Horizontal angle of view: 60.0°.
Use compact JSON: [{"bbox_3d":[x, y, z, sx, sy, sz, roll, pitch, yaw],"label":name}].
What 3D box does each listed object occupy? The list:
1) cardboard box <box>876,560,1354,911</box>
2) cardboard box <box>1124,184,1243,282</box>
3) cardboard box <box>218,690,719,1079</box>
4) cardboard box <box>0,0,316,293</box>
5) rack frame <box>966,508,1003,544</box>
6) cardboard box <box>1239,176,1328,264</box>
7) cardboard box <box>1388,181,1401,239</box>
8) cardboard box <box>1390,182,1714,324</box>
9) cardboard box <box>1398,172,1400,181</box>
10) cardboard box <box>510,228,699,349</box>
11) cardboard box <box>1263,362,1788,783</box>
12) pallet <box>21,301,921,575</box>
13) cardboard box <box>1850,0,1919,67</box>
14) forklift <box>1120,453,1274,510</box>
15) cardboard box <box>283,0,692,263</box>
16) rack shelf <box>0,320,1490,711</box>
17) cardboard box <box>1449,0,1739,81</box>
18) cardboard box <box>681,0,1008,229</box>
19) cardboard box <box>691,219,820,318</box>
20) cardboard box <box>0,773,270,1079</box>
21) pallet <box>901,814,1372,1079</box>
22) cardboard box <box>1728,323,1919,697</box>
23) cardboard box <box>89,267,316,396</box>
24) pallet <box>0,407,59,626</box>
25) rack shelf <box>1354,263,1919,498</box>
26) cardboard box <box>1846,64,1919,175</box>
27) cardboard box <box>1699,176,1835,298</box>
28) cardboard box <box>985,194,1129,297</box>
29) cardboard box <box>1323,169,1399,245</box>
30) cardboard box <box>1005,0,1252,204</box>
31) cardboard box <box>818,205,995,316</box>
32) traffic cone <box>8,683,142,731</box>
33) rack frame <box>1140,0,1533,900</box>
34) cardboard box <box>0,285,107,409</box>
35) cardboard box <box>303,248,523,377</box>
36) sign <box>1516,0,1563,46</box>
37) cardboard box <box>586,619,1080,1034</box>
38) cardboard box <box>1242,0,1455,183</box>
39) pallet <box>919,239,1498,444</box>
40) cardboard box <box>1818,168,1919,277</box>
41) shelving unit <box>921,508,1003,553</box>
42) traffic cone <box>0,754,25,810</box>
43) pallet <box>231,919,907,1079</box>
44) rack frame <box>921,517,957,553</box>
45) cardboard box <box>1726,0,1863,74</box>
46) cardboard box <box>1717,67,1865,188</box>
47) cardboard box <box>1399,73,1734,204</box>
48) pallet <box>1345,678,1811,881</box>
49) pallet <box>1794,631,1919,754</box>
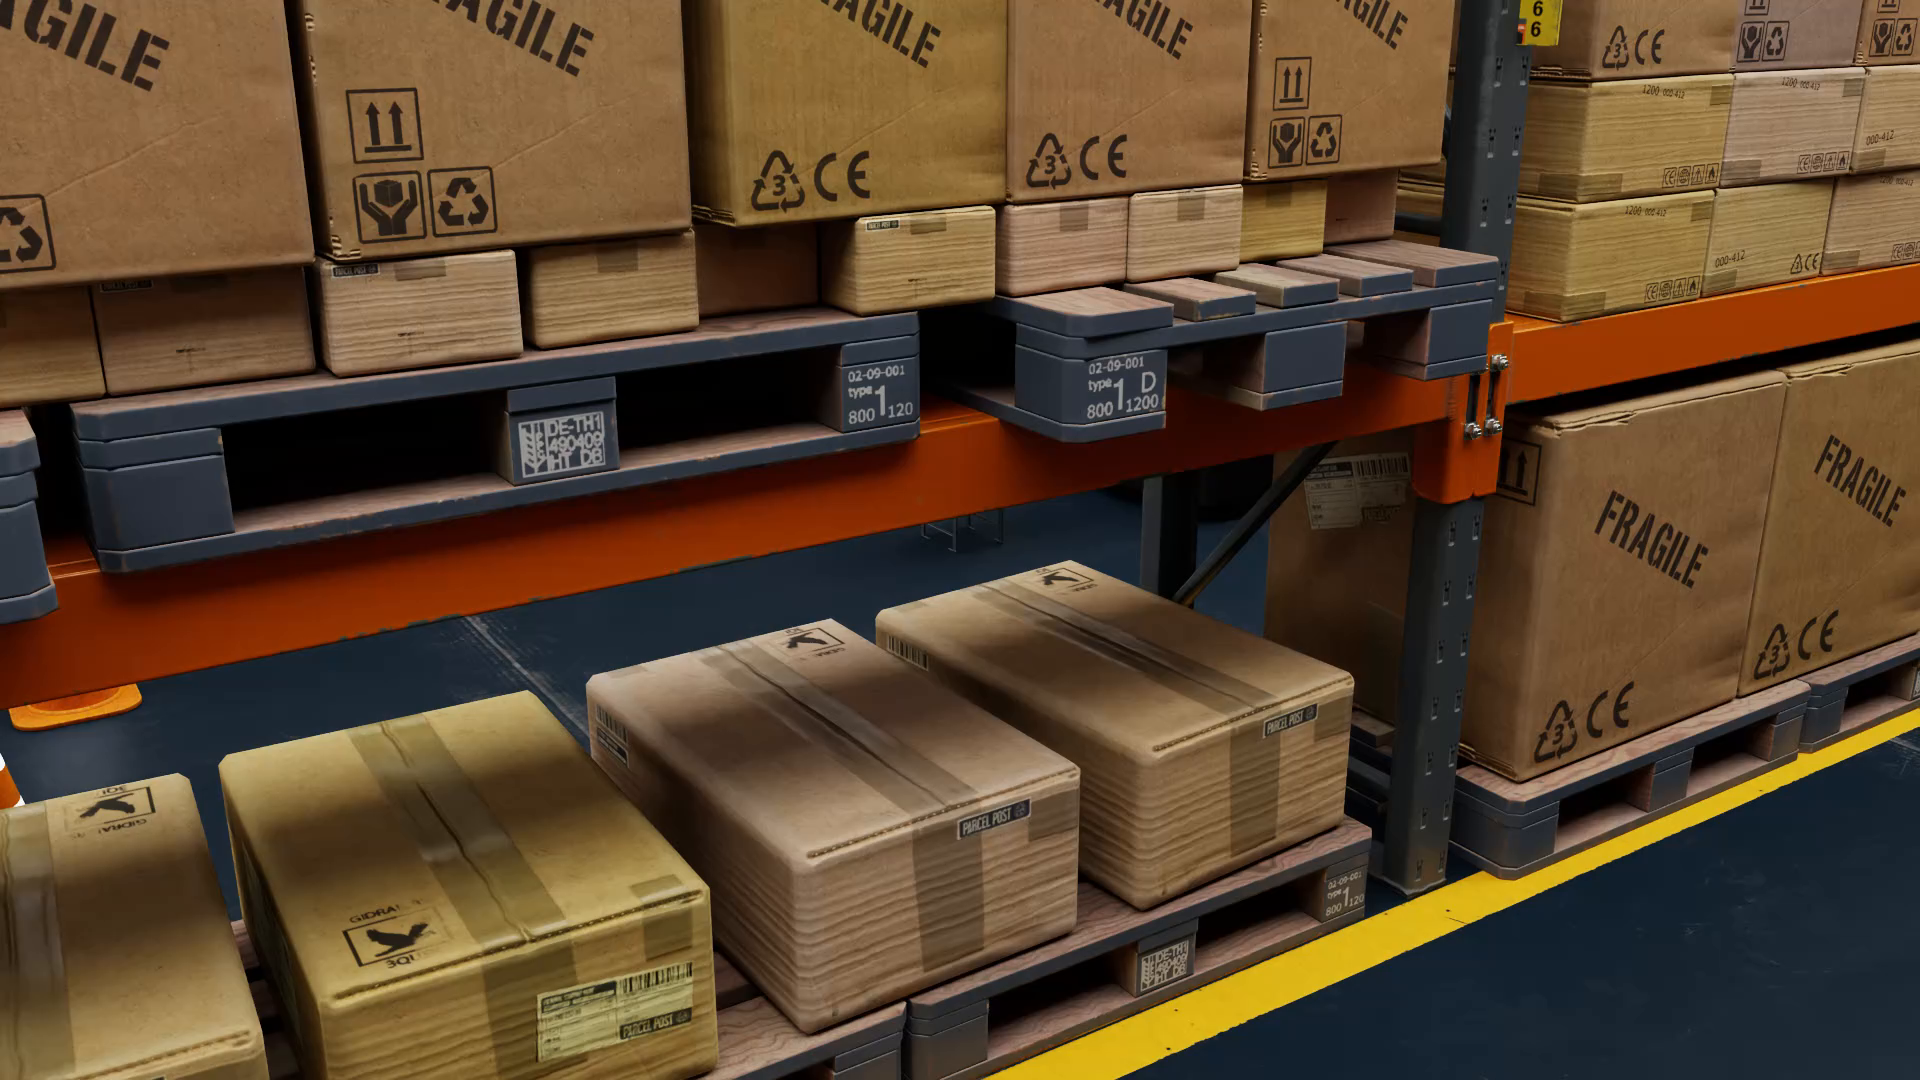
[{"bbox_3d":[0.326,0.402,3.820,0.625,0.372,0.950,-14,23,-35],"label":"cardboard box"},{"bbox_3d":[0.289,-0.577,3.006,0.250,0.149,0.380,-12,22,-32],"label":"cardboard box"},{"bbox_3d":[-0.922,0.666,3.039,0.625,0.372,0.950,-11,22,-30],"label":"cardboard box"},{"bbox_3d":[-1.150,-0.601,2.064,0.500,0.500,0.500,-12,22,-32],"label":"cardboard box"},{"bbox_3d":[0.092,-0.446,6.158,0.006,0.900,0.240,-12,22,-31],"label":"rack frame"},{"bbox_3d":[0.475,-0.634,3.172,0.250,0.149,0.380,-12,22,-31],"label":"cardboard box"},{"bbox_3d":[1.083,-0.829,4.246,0.500,0.250,0.500,-13,23,-33],"label":"cardboard box"},{"bbox_3d":[1.351,-0.689,3.833,0.500,0.250,0.500,-12,22,-32],"label":"cardboard box"},{"bbox_3d":[1.068,-1.060,4.150,0.500,0.250,0.500,-12,22,-32],"label":"cardboard box"},{"bbox_3d":[-0.591,-0.406,2.499,0.250,0.149,0.380,-13,22,-33],"label":"cardboard box"},{"bbox_3d":[1.426,-0.033,4.320,0.875,0.875,0.875,-12,22,-32],"label":"cardboard box"},{"bbox_3d":[-0.827,-0.291,2.720,1.213,0.211,1.003,-12,22,-31],"label":"pallet"},{"bbox_3d":[2.199,-1.460,4.164,0.500,0.500,0.500,-11,22,-30],"label":"cardboard box"},{"bbox_3d":[1.733,-1.879,7.227,3.031,2.935,1.130,-16,24,-39],"label":"forklift"},{"bbox_3d":[-0.726,-0.695,2.340,0.500,0.500,0.500,-13,23,-34],"label":"cardboard box"},{"bbox_3d":[-0.867,-0.048,2.826,4.000,0.370,1.077,-12,22,-31],"label":"rack shelf"},{"bbox_3d":[1.350,-1.284,3.640,0.500,0.500,0.500,-13,22,-33],"label":"cardboard box"},{"bbox_3d":[-0.270,-0.791,2.623,0.500,0.500,0.500,-14,23,-35],"label":"cardboard box"},{"bbox_3d":[-0.427,-0.472,2.695,0.250,0.149,0.380,-12,22,-31],"label":"cardboard box"},{"bbox_3d":[-1.502,0.789,2.675,0.625,0.372,0.950,-10,21,-28],"label":"cardboard box"},{"bbox_3d":[0.150,0.717,3.794,1.213,0.211,1.003,-12,22,-31],"label":"pallet"},{"bbox_3d":[2.173,-0.189,4.782,0.875,0.875,0.875,-12,22,-31],"label":"cardboard box"},{"bbox_3d":[-1.049,-0.318,2.240,0.250,0.149,0.380,-12,22,-31],"label":"cardboard box"},{"bbox_3d":[-1.819,-0.041,1.983,1.213,0.211,1.003,-12,22,-31],"label":"pallet"},{"bbox_3d":[2.474,-0.753,4.910,4.000,0.370,1.077,-12,22,-31],"label":"rack shelf"},{"bbox_3d":[2.218,-1.105,4.284,0.500,0.250,0.500,-12,22,-32],"label":"cardboard box"},{"bbox_3d":[1.770,-0.784,4.115,0.500,0.250,0.500,-13,22,-33],"label":"cardboard box"},{"bbox_3d":[0.075,-0.535,2.881,0.250,0.149,0.380,-13,23,-34],"label":"cardboard box"},{"bbox_3d":[0.659,-0.700,3.369,0.250,0.149,0.380,-11,22,-29],"label":"cardboard box"},{"bbox_3d":[0.151,-0.880,2.887,0.500,0.500,0.500,-12,22,-32],"label":"cardboard box"},{"bbox_3d":[-0.148,-0.483,2.726,0.250,0.149,0.380,-11,22,-30],"label":"cardboard box"},{"bbox_3d":[-2.579,0.254,4.771,0.334,0.463,0.336,-12,22,-31],"label":"traffic cone"},{"bbox_3d":[0.803,-0.741,3.753,0.127,3.000,1.000,-12,22,-31],"label":"rack frame"},{"bbox_3d":[-1.256,-0.275,2.112,0.250,0.149,0.380,-12,22,-31],"label":"cardboard box"},{"bbox_3d":[-0.798,-0.351,2.337,0.250,0.149,0.380,-11,22,-29],"label":"cardboard box"},{"bbox_3d":[1.110,-1.109,3.156,0.005,0.325,0.100,-12,22,-31],"label":"sign"},{"bbox_3d":[-0.286,0.534,3.429,0.625,0.372,0.950,-12,22,-32],"label":"cardboard box"},{"bbox_3d":[0.577,-0.974,3.165,0.500,0.500,0.500,-13,22,-33],"label":"cardboard box"},{"bbox_3d":[0.267,-0.496,3.328,1.003,0.211,1.213,-12,22,-31],"label":"pallet"},{"bbox_3d":[2.211,-0.875,4.383,0.500,0.250,0.500,-11,22,-30],"label":"cardboard box"},{"bbox_3d":[0.007,-0.428,6.105,0.210,0.900,0.258,-12,22,-31],"label":"shelving unit"},{"bbox_3d":[-2.272,0.572,3.829,0.334,0.463,0.336,-12,22,-31],"label":"traffic cone"},{"bbox_3d":[-0.868,0.931,3.162,1.213,0.211,1.003,-12,22,-31],"label":"pallet"},{"bbox_3d":[-0.078,-0.410,6.052,0.006,0.900,0.240,-12,22,-31],"label":"rack frame"},{"bbox_3d":[1.759,-1.373,3.907,0.500,0.500,0.500,-12,22,-31],"label":"cardboard box"},{"bbox_3d":[1.795,-1.021,4.034,0.500,0.250,0.500,-11,22,-30],"label":"cardboard box"},{"bbox_3d":[1.362,-0.930,3.766,0.500,0.250,0.500,-12,22,-32],"label":"cardboard box"},{"bbox_3d":[1.503,0.461,4.551,1.213,0.211,1.003,-12,22,-31],"label":"pallet"},{"bbox_3d":[2.521,0.248,5.183,1.213,0.211,1.003,-12,22,-31],"label":"pallet"}]
